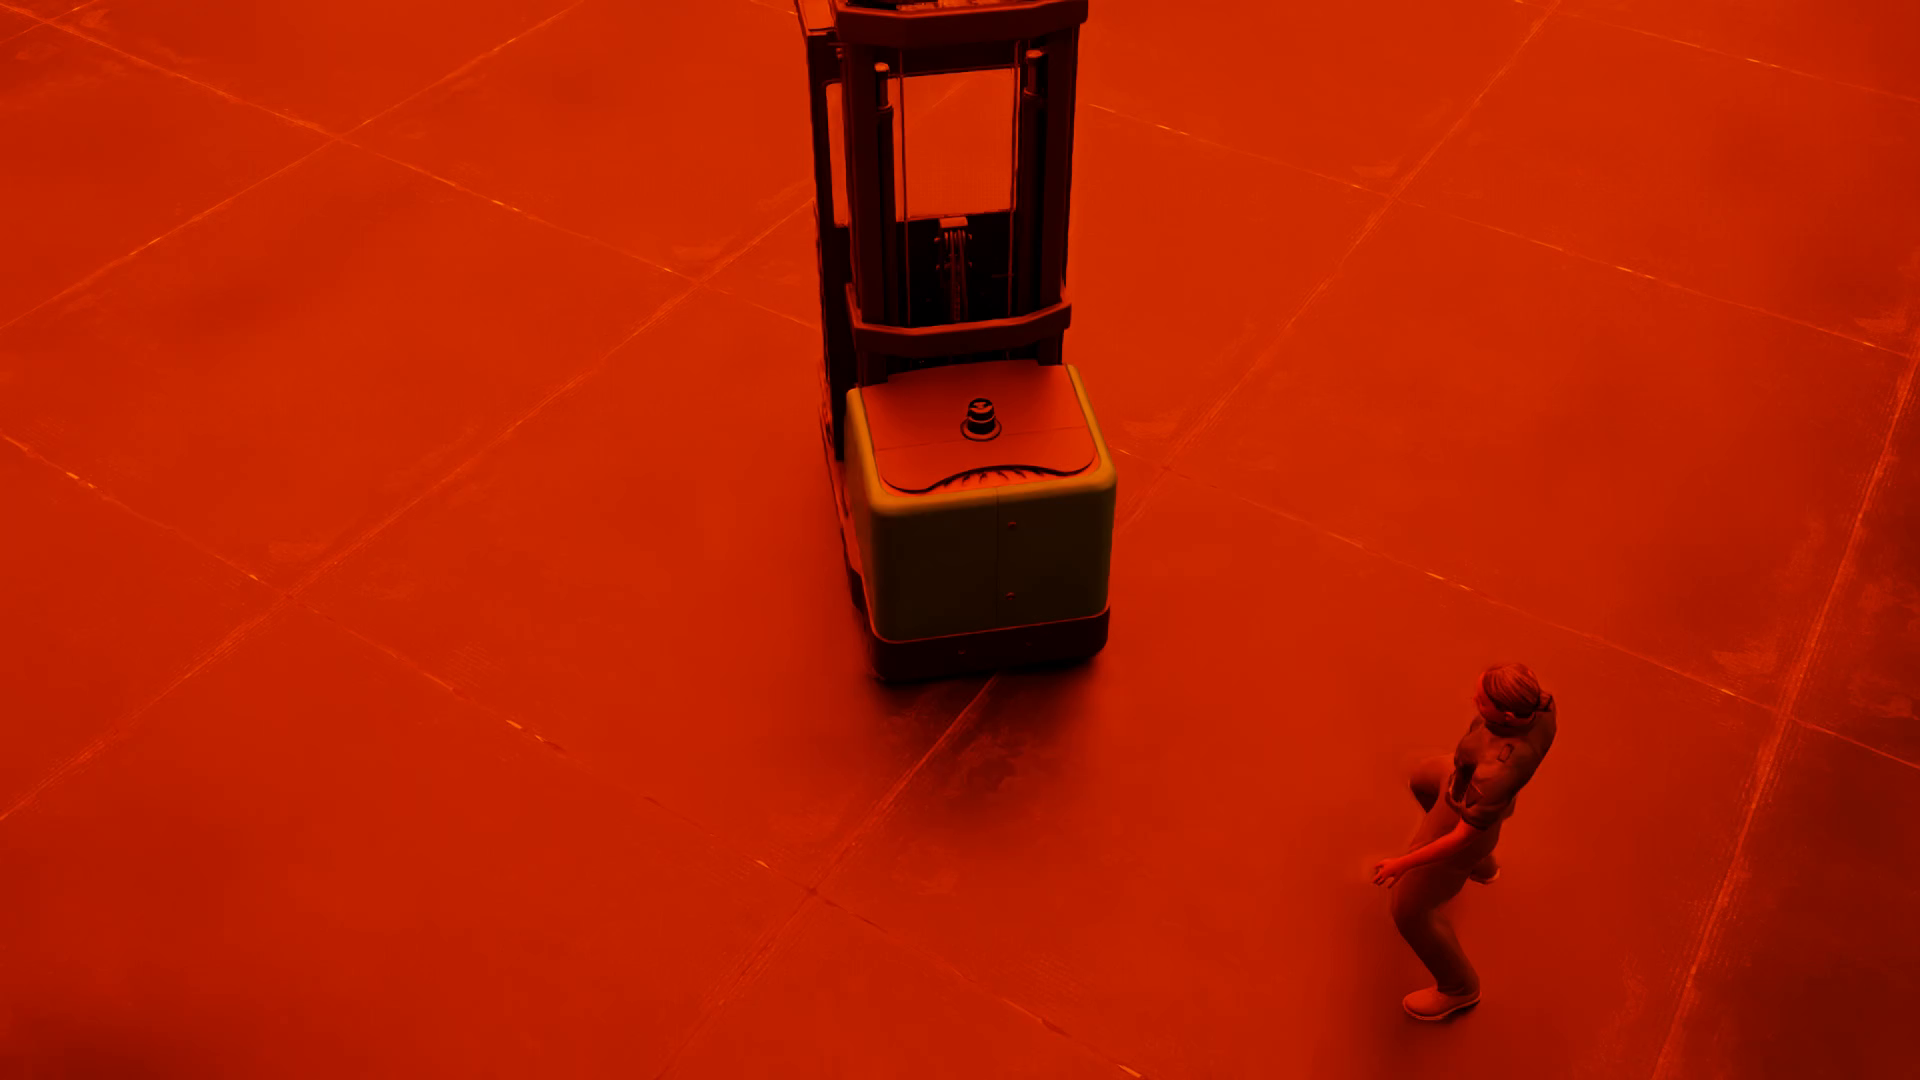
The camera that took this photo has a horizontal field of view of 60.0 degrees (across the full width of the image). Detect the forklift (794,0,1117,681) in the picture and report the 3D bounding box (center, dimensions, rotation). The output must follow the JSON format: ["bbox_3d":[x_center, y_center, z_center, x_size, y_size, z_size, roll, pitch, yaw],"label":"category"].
[{"bbox_3d":[-0.114,-1.477,7.406,1.130,2.935,3.031,-7,44,-7],"label":"forklift"}]

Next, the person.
[{"bbox_3d":[1.800,0.942,5.878,0.581,1.556,0.850,27,50,25],"label":"person"}]
